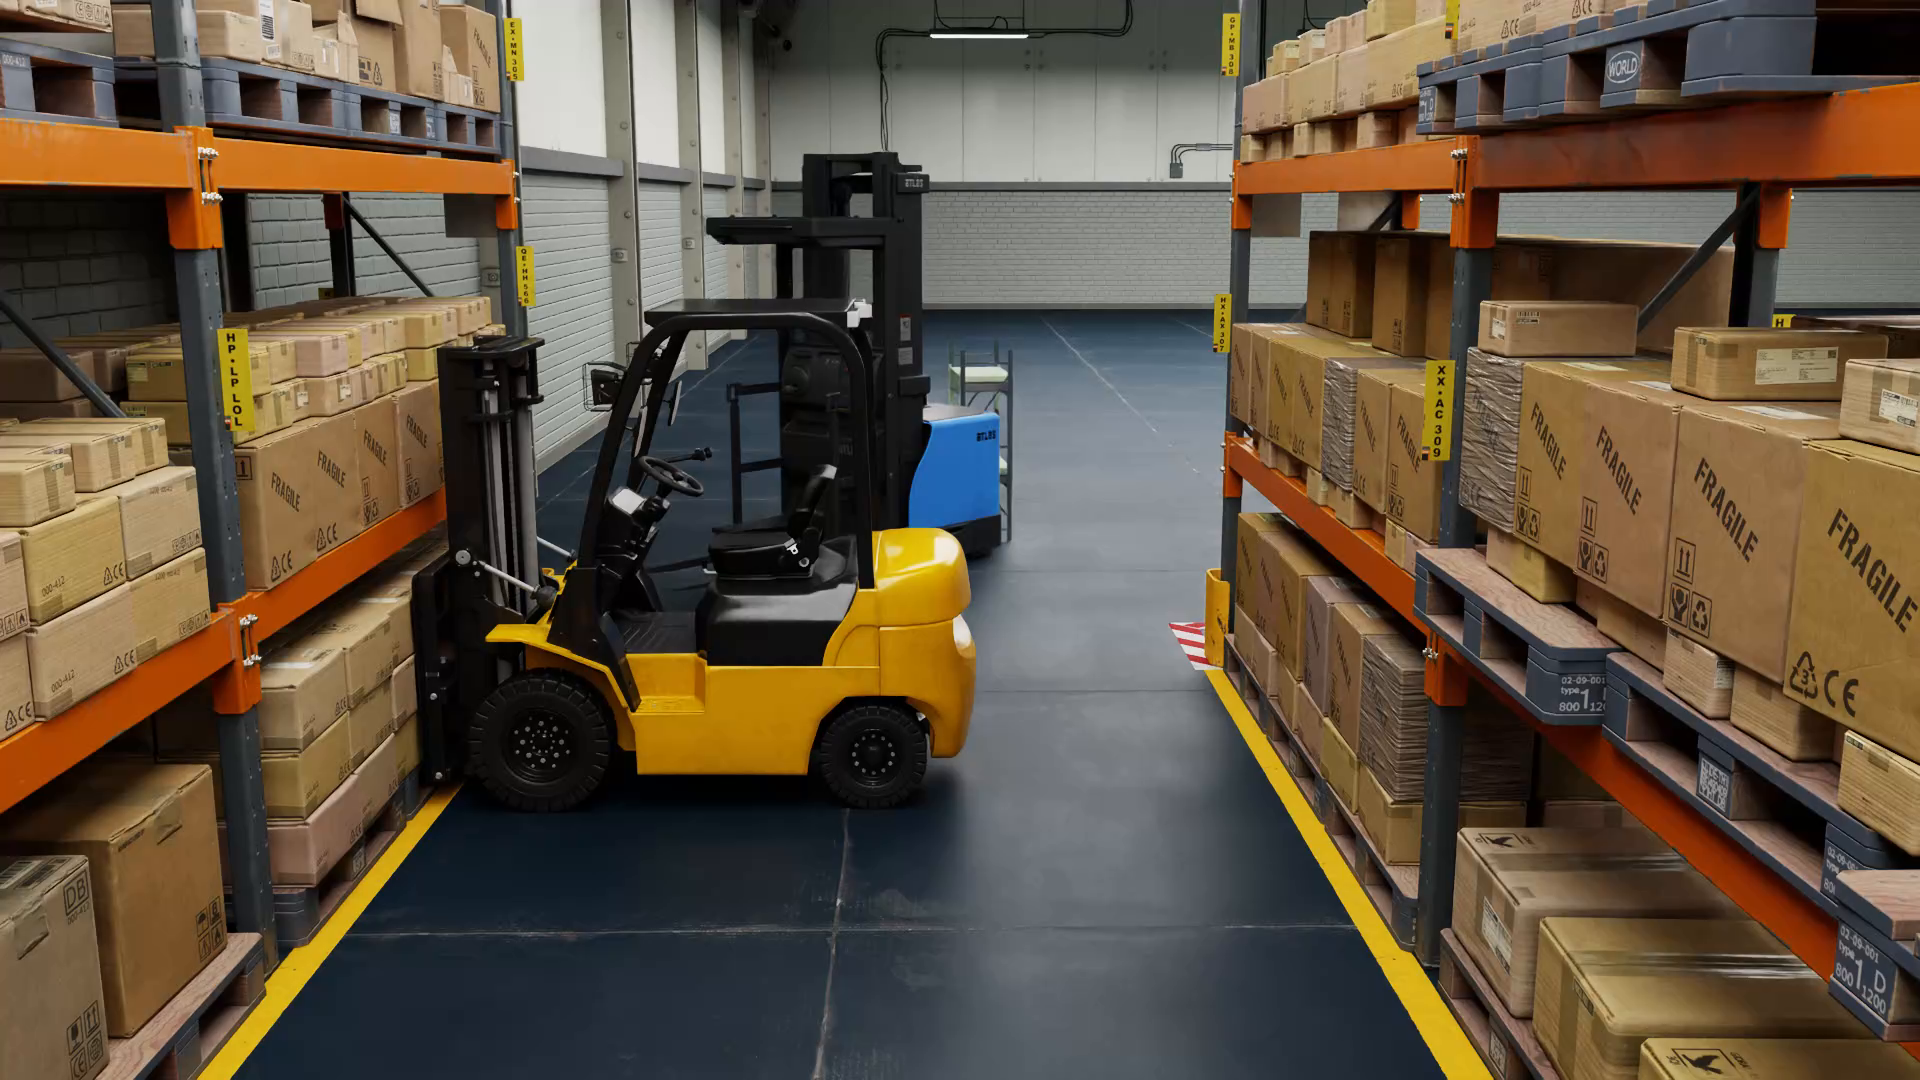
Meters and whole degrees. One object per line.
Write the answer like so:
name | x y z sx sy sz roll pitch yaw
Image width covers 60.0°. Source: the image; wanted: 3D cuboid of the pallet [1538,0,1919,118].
pallet | 2.032 -1.048 3.611 1.213 0.211 1.003 0 11 -1

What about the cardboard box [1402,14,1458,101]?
cardboard box | 1.822 -1.629 5.629 0.500 0.250 0.500 0 11 -2

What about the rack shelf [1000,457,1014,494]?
rack shelf | 0.158 -0.466 13.221 0.431 0.370 0.720 -1 12 -7

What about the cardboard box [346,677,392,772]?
cardboard box | -2.575 0.721 6.565 0.500 0.250 0.500 0 11 -1

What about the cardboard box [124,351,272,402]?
cardboard box | -2.572 -0.556 5.624 0.380 0.149 0.250 0 11 0

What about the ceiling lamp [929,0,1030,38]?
ceiling lamp | 0.377 -11.647 33.156 2.000 3.185 0.800 0 11 -1

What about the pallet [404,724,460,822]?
pallet | -2.864 0.987 7.665 1.003 0.211 1.213 0 11 -1

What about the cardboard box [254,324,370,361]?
cardboard box | -2.678 -0.812 6.884 0.380 0.149 0.250 0 11 -1

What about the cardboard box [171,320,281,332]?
cardboard box | -3.139 -0.859 7.116 0.380 0.149 0.250 0 11 0

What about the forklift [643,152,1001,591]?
forklift | -1.037 -1.177 11.491 1.130 2.935 3.031 10 15 40

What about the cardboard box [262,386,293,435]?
cardboard box | -2.612 -0.461 5.906 0.380 0.149 0.250 0 11 0

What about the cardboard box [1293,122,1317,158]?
cardboard box | 1.731 -1.818 7.562 0.380 0.149 0.250 0 11 -1

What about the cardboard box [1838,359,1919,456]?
cardboard box | 1.868 -0.247 3.046 0.380 0.149 0.250 -1 11 -4

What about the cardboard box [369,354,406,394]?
cardboard box | -2.617 -0.717 7.168 0.380 0.149 0.250 0 11 -2

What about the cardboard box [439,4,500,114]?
cardboard box | -2.692 -2.461 8.540 0.500 0.500 0.500 0 11 1

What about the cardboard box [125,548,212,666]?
cardboard box | -2.590 0.194 4.936 0.500 0.250 0.500 0 11 0

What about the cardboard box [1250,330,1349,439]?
cardboard box | 1.765 -0.791 8.416 0.500 0.500 0.500 0 11 1

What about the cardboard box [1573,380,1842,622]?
cardboard box | 1.831 -0.108 3.992 0.500 0.500 0.500 0 11 -1

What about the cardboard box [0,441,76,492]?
cardboard box | -2.657 -0.178 4.511 0.380 0.149 0.250 0 11 -1

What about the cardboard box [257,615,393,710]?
cardboard box | -2.558 0.474 6.523 0.500 0.250 0.500 0 11 -1

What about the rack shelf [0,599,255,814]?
rack shelf | -2.820 0.772 3.521 1.077 0.370 4.000 0 11 -1

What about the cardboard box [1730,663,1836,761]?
cardboard box | 1.830 0.341 3.410 0.380 0.149 0.250 -1 11 -3

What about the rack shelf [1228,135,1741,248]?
rack shelf | 2.060 -1.515 7.246 1.077 0.370 4.000 0 11 -1

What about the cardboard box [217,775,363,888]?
cardboard box | -2.541 1.066 6.122 0.500 0.250 0.500 0 11 -1

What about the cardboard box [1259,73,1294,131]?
cardboard box | 1.763 -2.136 8.128 0.500 0.250 0.500 0 11 -2

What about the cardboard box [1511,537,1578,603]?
cardboard box | 1.793 0.078 4.704 0.380 0.149 0.250 0 11 0

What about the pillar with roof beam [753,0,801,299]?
pillar with roof beam | -0.147 -9.553 37.514 9.100 9.000 0.548 0 11 -1

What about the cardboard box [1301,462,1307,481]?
cardboard box | 1.826 -0.346 7.852 0.380 0.149 0.250 0 11 1

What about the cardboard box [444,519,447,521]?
cardboard box | -2.623 -0.032 9.016 0.500 0.250 0.500 0 11 1

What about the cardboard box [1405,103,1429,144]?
cardboard box | 1.843 -1.509 6.043 0.380 0.149 0.250 0 11 -1

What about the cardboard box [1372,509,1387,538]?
cardboard box | 1.859 -0.091 6.593 0.380 0.149 0.250 0 11 -2

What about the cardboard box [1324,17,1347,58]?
cardboard box | 1.749 -2.107 6.984 0.380 0.149 0.250 0 11 0

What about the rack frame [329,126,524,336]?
rack frame | -2.944 -0.774 9.329 1.000 3.000 0.127 0 11 -1

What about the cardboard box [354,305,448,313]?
cardboard box | -2.727 -1.065 8.136 0.380 0.149 0.250 0 11 -1

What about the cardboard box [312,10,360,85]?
cardboard box | -2.589 -1.934 6.533 0.396 0.266 0.258 -1 11 -2

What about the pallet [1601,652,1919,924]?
pallet | 2.102 0.496 3.552 1.003 0.211 1.213 0 11 -1

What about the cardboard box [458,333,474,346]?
cardboard box | -2.678 -0.970 8.415 0.380 0.149 0.250 0 11 0

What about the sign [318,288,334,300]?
sign | -3.499 -1.236 9.229 0.100 0.325 0.005 0 11 -1

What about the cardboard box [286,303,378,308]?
cardboard box | -3.160 -1.114 8.376 0.380 0.149 0.250 0 11 0

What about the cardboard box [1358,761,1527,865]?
cardboard box | 1.820 1.026 6.319 0.500 0.250 0.500 0 11 1

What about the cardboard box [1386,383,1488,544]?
cardboard box | 1.843 -0.282 5.904 0.500 0.500 0.500 -1 11 -3

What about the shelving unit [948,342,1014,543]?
shelving unit | 0.158 -0.785 13.156 0.431 1.500 0.755 -1 12 -7

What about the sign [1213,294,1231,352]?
sign | 1.476 -1.217 9.336 0.100 0.325 0.005 0 11 -1

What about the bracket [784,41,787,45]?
bracket | -4.141 -11.737 39.226 0.076 0.066 3.189 0 11 -1

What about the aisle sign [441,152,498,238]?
aisle sign | -2.652 -2.062 9.140 0.394 0.787 0.004 0 11 -1

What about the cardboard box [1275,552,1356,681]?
cardboard box | 1.777 0.349 7.767 0.500 0.500 0.500 0 11 0

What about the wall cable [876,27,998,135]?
wall cable | -0.485 -11.091 40.201 3.097 2.526 0.112 0 11 -1

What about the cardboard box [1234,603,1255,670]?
cardboard box | 1.758 0.508 8.868 0.500 0.250 0.500 0 11 -2

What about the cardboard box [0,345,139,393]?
cardboard box | -3.134 -0.604 5.859 0.380 0.149 0.250 -1 11 -3

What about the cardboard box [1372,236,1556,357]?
cardboard box | 2.235 -1.078 7.313 0.700 0.500 0.500 0 11 -2

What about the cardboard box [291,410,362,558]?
cardboard box | -2.637 -0.220 6.349 0.500 0.500 0.500 0 11 0
